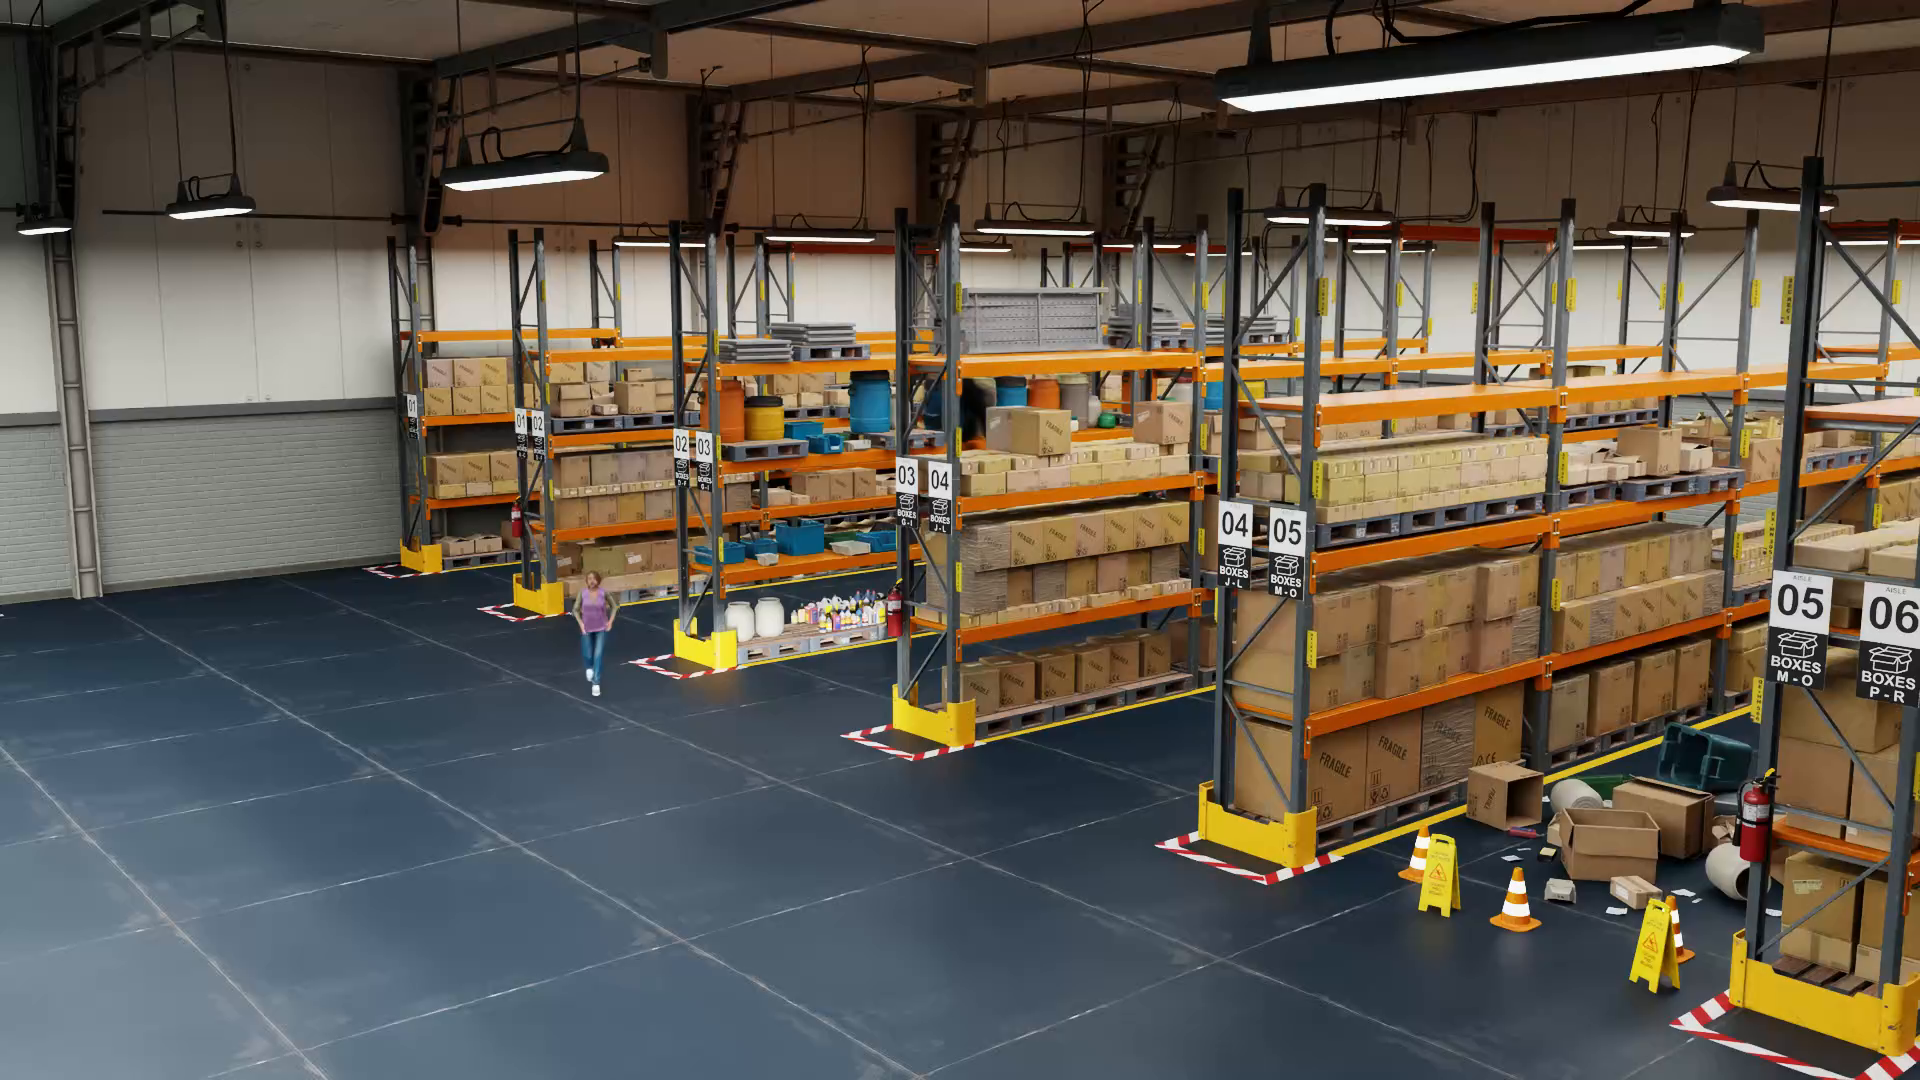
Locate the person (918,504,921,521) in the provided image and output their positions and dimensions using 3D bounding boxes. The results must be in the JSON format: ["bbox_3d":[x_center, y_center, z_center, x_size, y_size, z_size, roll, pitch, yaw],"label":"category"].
[{"bbox_3d":[-0.976,-0.935,34.254,0.641,1.783,0.727,8,12,43],"label":"person"}]

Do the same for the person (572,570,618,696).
[{"bbox_3d":[-4.649,1.154,21.226,0.564,1.584,0.609,-1,9,-9],"label":"person"}]
